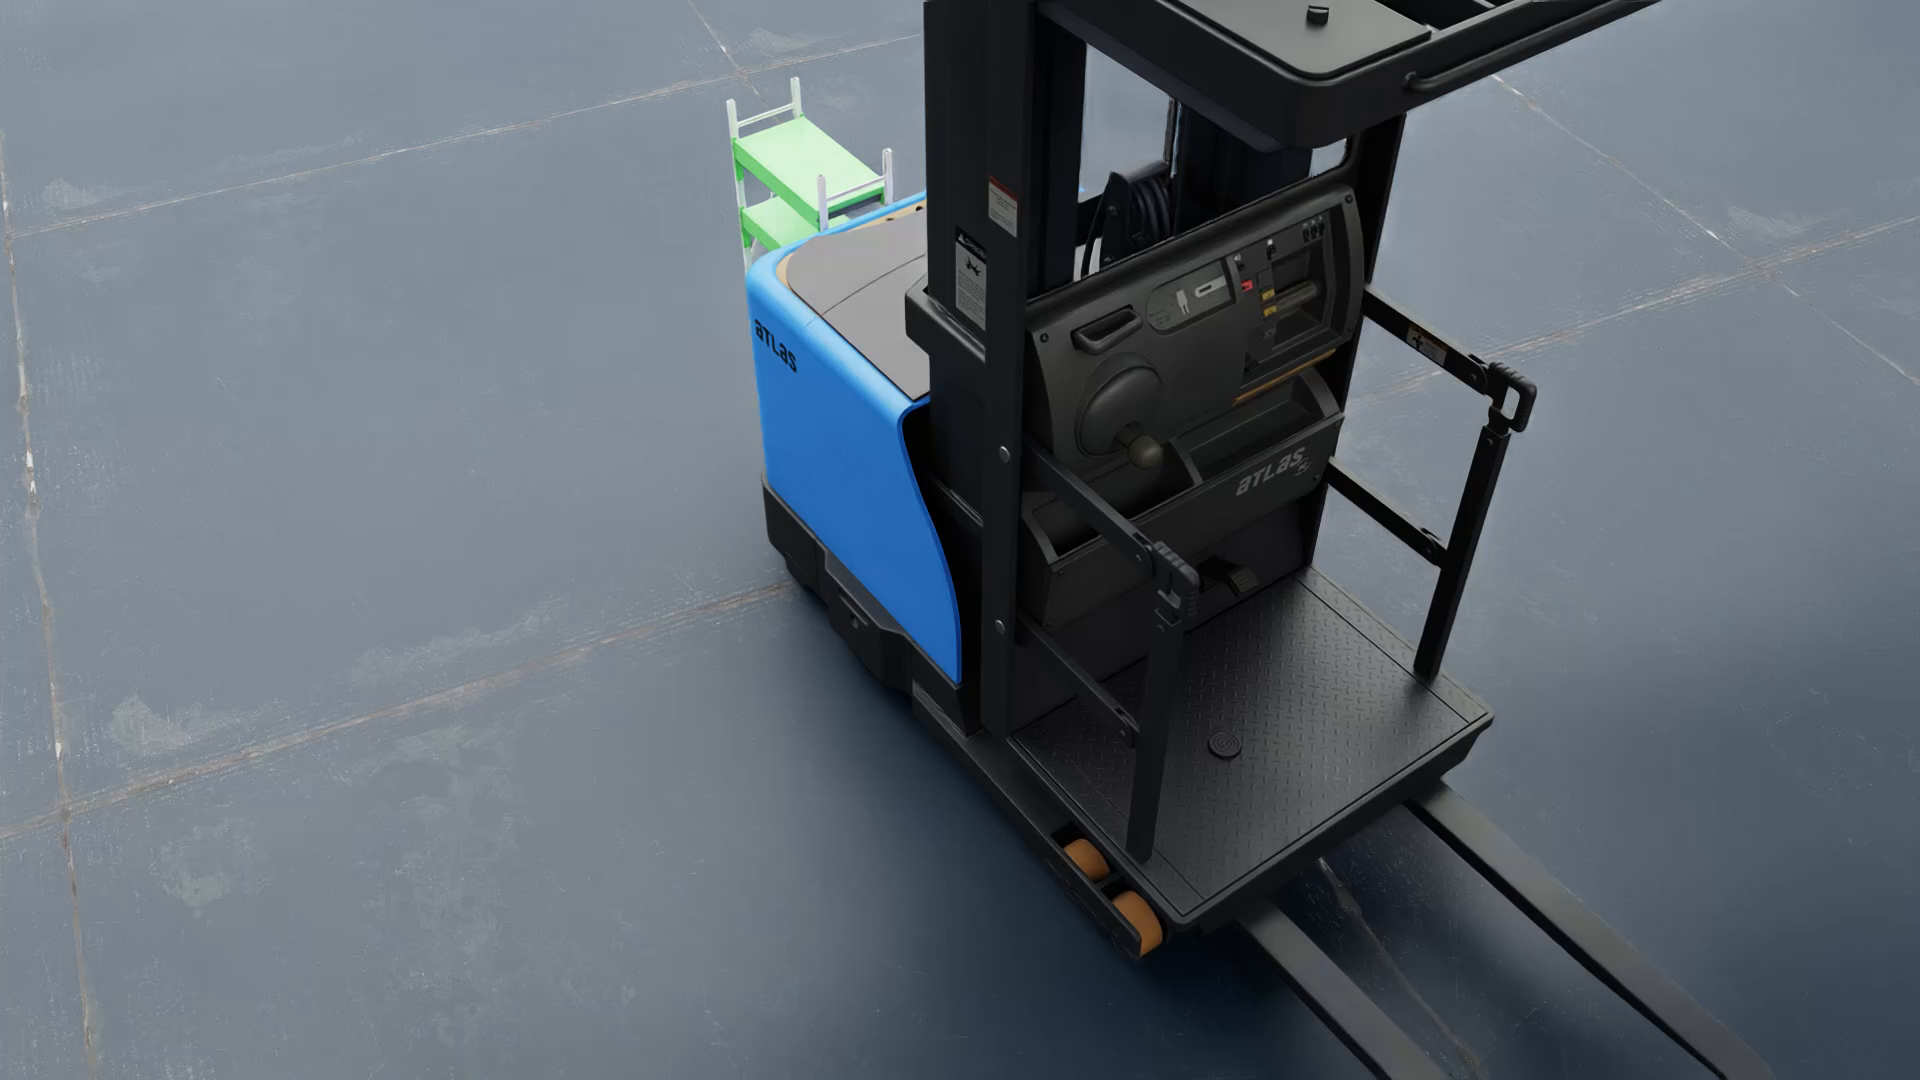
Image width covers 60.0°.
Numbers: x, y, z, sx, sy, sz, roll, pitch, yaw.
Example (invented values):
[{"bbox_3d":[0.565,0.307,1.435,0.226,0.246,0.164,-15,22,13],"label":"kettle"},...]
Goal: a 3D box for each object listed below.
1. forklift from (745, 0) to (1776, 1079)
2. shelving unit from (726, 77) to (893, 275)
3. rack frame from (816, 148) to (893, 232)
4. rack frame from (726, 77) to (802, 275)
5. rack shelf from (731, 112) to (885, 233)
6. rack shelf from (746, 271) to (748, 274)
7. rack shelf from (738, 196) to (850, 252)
[{"bbox_3d":[0.671,-0.390,3.558,1.130,2.935,3.031,-27,51,-25],"label":"forklift"},{"bbox_3d":[-0.435,-0.755,5.161,0.258,1.200,0.503,-27,51,-25],"label":"shelving unit"},{"bbox_3d":[-0.292,-0.616,5.020,0.240,1.200,0.015,-27,51,-25],"label":"rack frame"},{"bbox_3d":[-0.578,-0.894,5.301,0.240,1.200,0.015,-27,51,-25],"label":"rack frame"},{"bbox_3d":[-0.435,-1.051,4.868,0.258,0.148,0.480,-27,51,-25],"label":"rack shelf"},{"bbox_3d":[-0.435,-0.709,5.205,0.258,0.148,0.480,-27,51,-25],"label":"rack shelf"},{"bbox_3d":[-0.435,-0.880,5.037,0.258,0.148,0.480,-27,51,-25],"label":"rack shelf"}]
